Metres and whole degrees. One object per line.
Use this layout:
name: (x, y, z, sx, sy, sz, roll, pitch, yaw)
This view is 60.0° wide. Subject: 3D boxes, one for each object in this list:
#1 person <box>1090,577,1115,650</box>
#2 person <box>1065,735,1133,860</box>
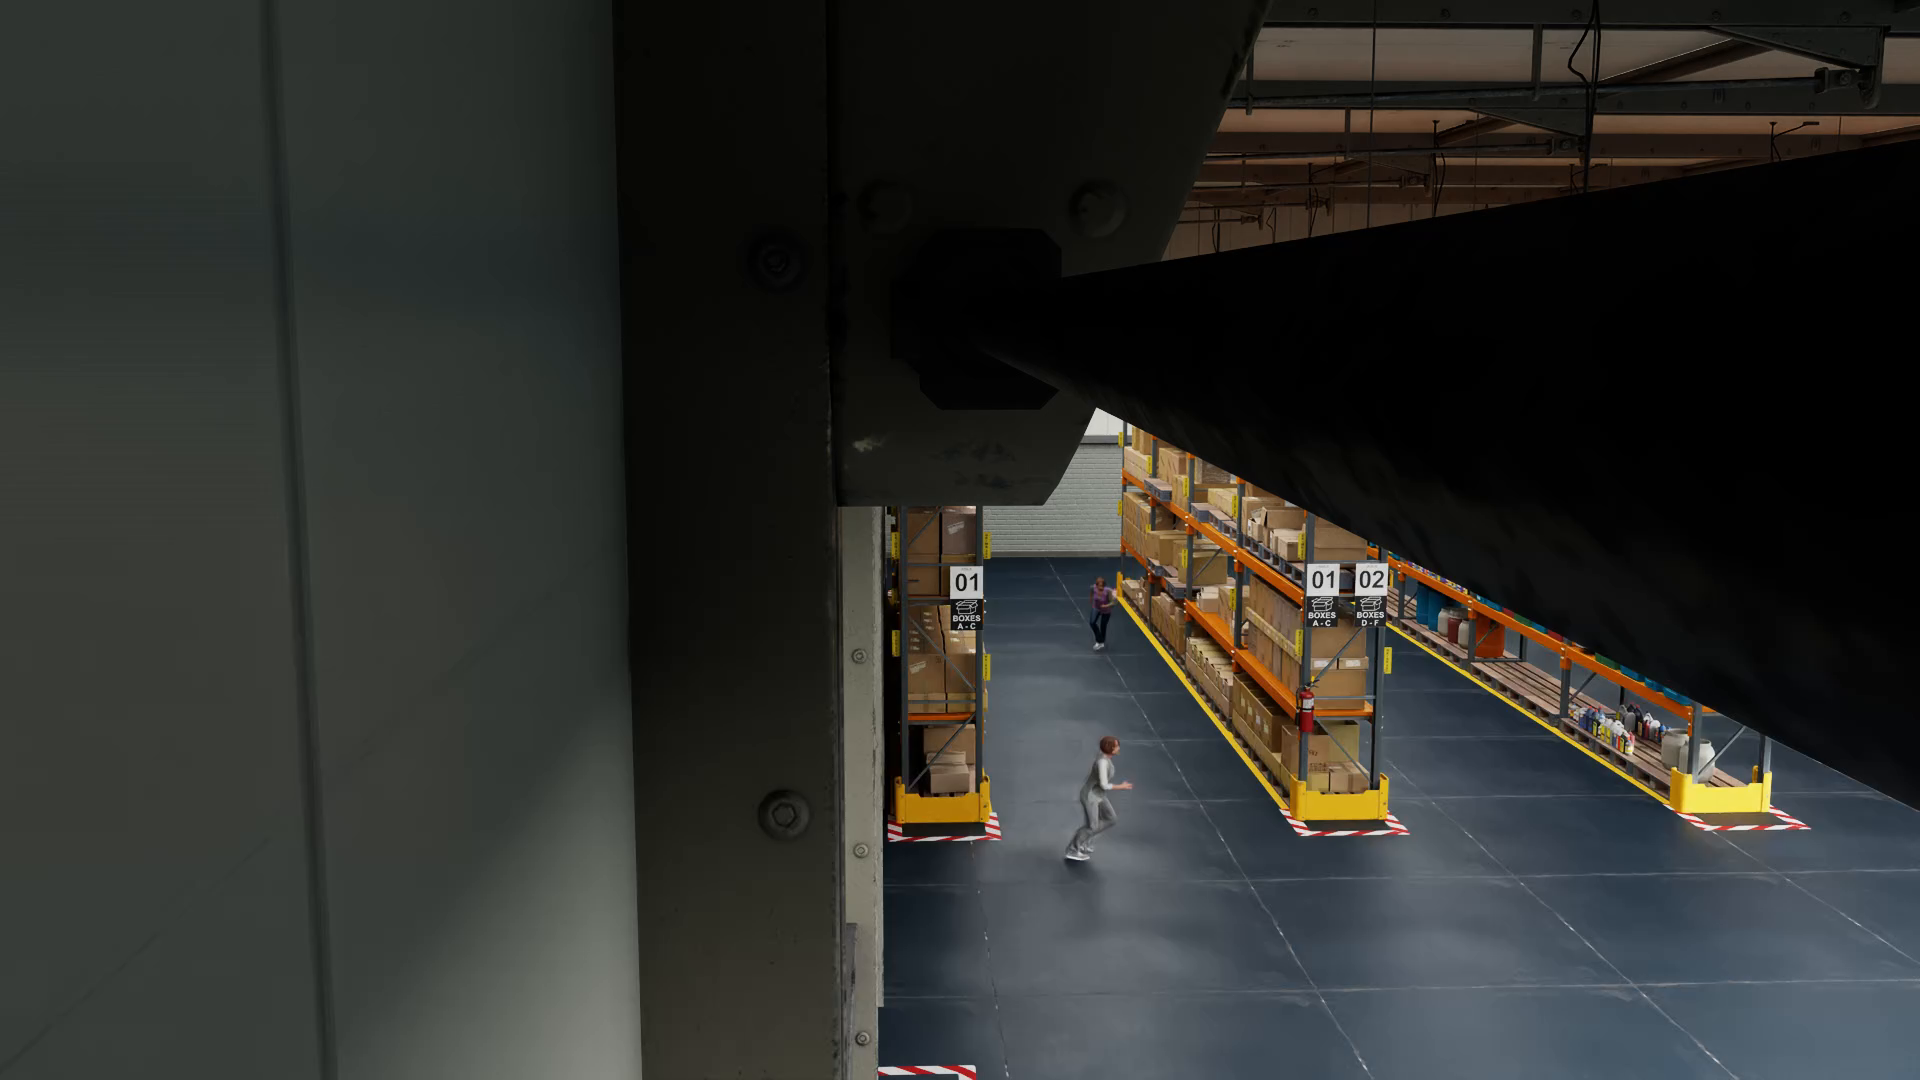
person: (2.621, 1.314, 30.655, 0.550, 1.378, 1.035, 2, 8, 16)
person: (1.591, 2.943, 18.985, 0.776, 1.499, 0.530, 2, 8, 17)
